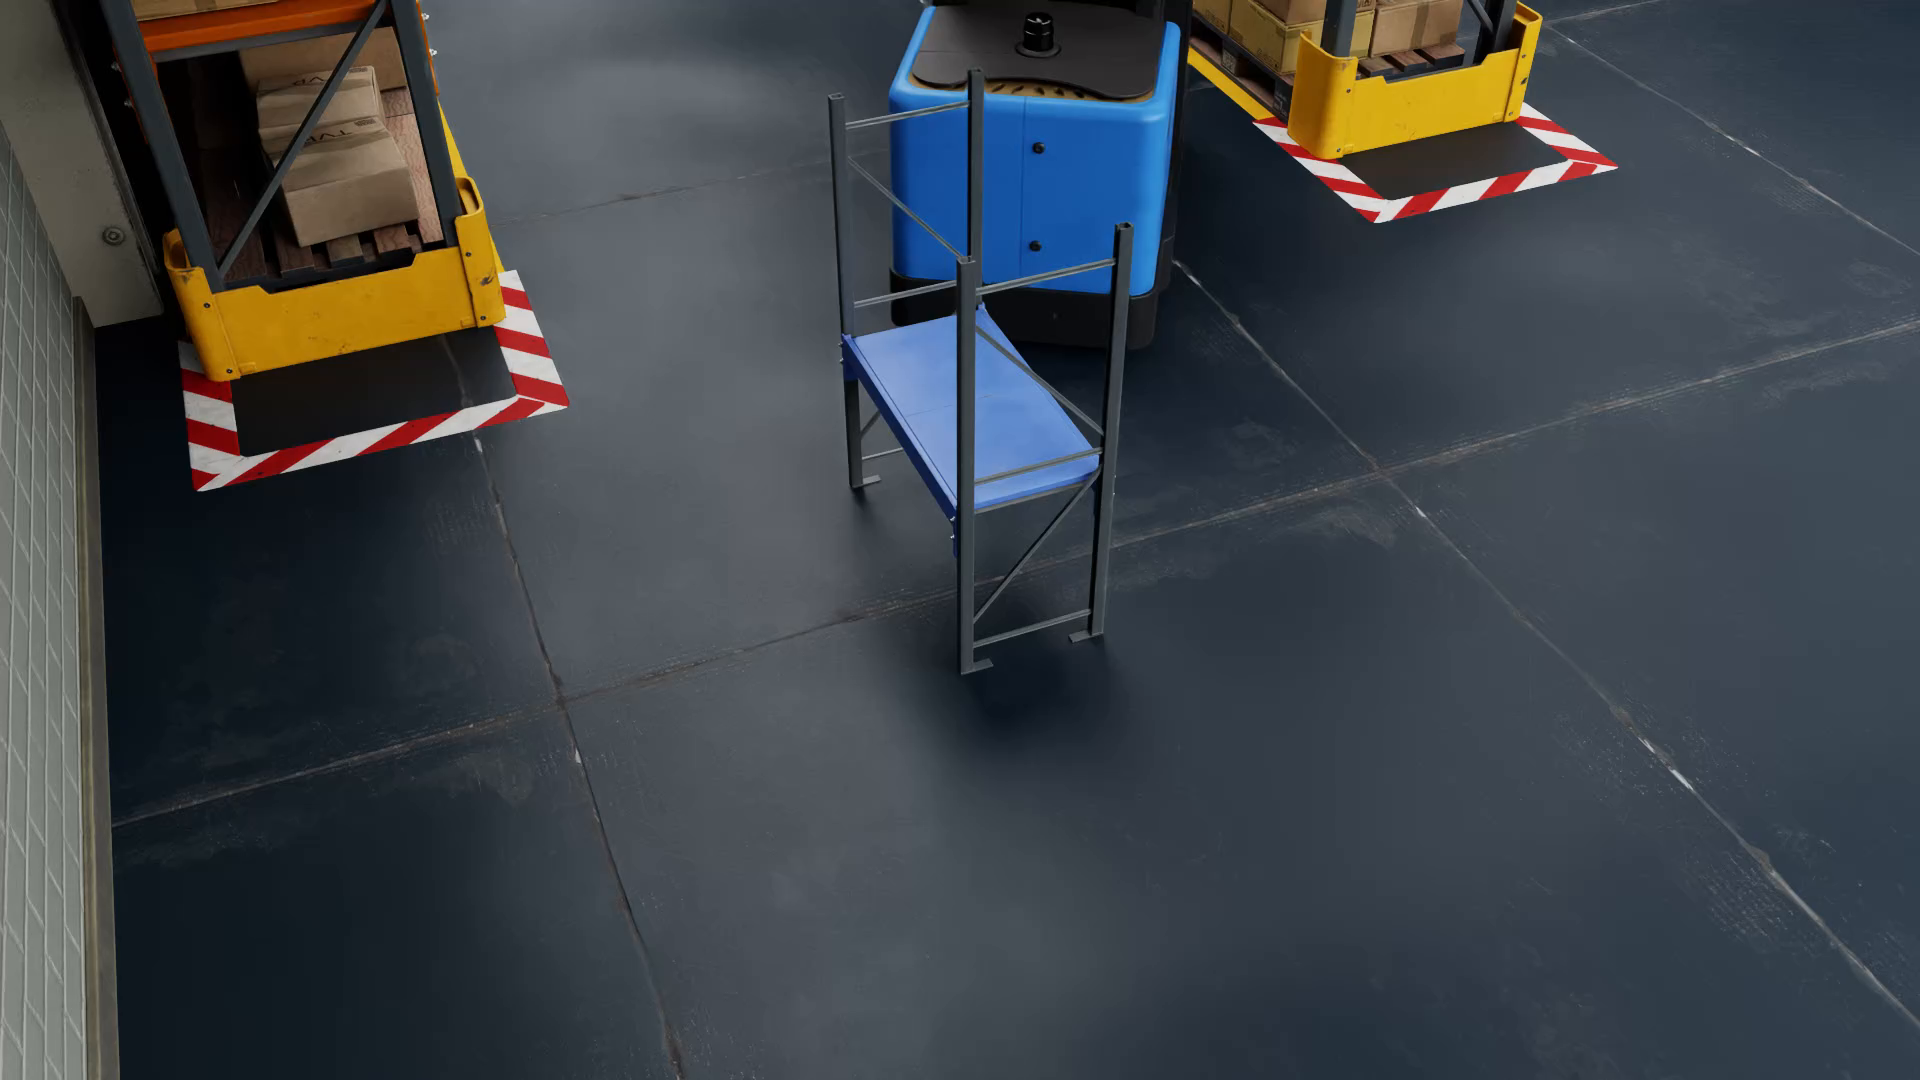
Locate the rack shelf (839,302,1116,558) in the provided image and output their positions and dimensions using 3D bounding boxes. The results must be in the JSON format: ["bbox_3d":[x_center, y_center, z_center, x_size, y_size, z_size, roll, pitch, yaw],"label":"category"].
[{"bbox_3d":[0.033,-0.381,5.319,0.538,0.185,1.000,-15,43,-17],"label":"rack shelf"}]

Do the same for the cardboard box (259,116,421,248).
[{"bbox_3d":[-2.601,-1.529,6.952,0.500,0.311,0.500,-20,45,-22],"label":"cardboard box"}]

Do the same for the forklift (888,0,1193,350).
[{"bbox_3d":[0.465,-2.816,6.777,1.130,2.935,3.031,6,41,7],"label":"forklift"}]

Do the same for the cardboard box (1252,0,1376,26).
[{"bbox_3d":[1.676,-2.830,7.953,0.500,0.500,0.500,-15,43,-17],"label":"cardboard box"}]

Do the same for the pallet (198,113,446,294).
[{"bbox_3d":[-2.726,-1.429,7.250,1.003,0.211,1.213,-15,43,-17],"label":"pallet"}]

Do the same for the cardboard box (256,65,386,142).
[{"bbox_3d":[-2.819,-1.873,7.352,0.500,0.311,0.500,-12,42,-13],"label":"cardboard box"}]

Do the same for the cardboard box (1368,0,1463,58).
[{"bbox_3d":[2.156,-2.676,8.348,0.500,0.250,0.500,-15,43,-17],"label":"cardboard box"}]

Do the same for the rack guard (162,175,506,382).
[{"bbox_3d":[-2.448,-1.041,6.577,1.175,0.500,0.348,-15,43,-17],"label":"rack guard"}]

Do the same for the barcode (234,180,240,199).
[{"bbox_3d":[-2.977,-1.444,6.846,0.001,0.075,0.075,-15,43,-17],"label":"barcode"}]

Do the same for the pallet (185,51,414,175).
[{"bbox_3d":[-3.189,-2.163,8.104,1.003,0.211,1.213,-15,43,-17],"label":"pallet"}]

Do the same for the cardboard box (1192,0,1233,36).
[{"bbox_3d":[1.476,-2.845,8.544,0.500,0.250,0.500,-15,43,-17],"label":"cardboard box"}]

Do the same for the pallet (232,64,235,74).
[{"bbox_3d":[-3.660,-2.899,8.959,1.003,0.211,1.213,-15,43,-17],"label":"pallet"}]

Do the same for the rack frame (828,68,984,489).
[{"bbox_3d":[-0.162,-0.824,5.557,0.500,1.500,0.032,-15,43,-17],"label":"rack frame"}]

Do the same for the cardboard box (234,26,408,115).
[{"bbox_3d":[-3.053,-2.399,7.819,0.700,0.500,0.500,-18,44,-20],"label":"cardboard box"}]

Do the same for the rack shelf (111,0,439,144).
[{"bbox_3d":[-3.184,-2.875,7.344,1.077,0.370,4.000,-15,43,-17],"label":"rack shelf"}]

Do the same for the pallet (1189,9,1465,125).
[{"bbox_3d":[1.825,-2.574,8.581,1.003,0.211,1.213,-15,43,-17],"label":"pallet"}]

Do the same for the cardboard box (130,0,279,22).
[{"bbox_3d":[-2.777,-2.127,6.022,0.500,0.250,0.500,-15,43,-16],"label":"cardboard box"}]

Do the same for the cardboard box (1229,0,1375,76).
[{"bbox_3d":[1.678,-2.547,8.198,0.500,0.250,0.500,-15,43,-17],"label":"cardboard box"}]

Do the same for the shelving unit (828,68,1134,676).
[{"bbox_3d":[0.033,-0.517,5.201,0.538,1.500,1.048,-15,43,-17],"label":"shelving unit"}]

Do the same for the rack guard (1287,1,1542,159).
[{"bbox_3d":[2.165,-2.218,7.946,1.175,0.500,0.348,-15,43,-17],"label":"rack guard"}]

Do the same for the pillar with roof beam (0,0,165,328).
[{"bbox_3d":[0.491,-5.497,5.241,9.100,9.000,0.400,-15,43,-17],"label":"pillar with roof beam"}]

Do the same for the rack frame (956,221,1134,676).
[{"bbox_3d":[0.227,-0.211,4.845,0.500,1.500,0.032,-15,43,-17],"label":"rack frame"}]

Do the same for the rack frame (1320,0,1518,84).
[{"bbox_3d":[2.156,-3.181,7.148,1.000,3.000,0.127,-15,43,-17],"label":"rack frame"}]

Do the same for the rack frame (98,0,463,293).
[{"bbox_3d":[-2.419,-1.943,5.708,1.000,3.000,0.127,-15,43,-17],"label":"rack frame"}]
